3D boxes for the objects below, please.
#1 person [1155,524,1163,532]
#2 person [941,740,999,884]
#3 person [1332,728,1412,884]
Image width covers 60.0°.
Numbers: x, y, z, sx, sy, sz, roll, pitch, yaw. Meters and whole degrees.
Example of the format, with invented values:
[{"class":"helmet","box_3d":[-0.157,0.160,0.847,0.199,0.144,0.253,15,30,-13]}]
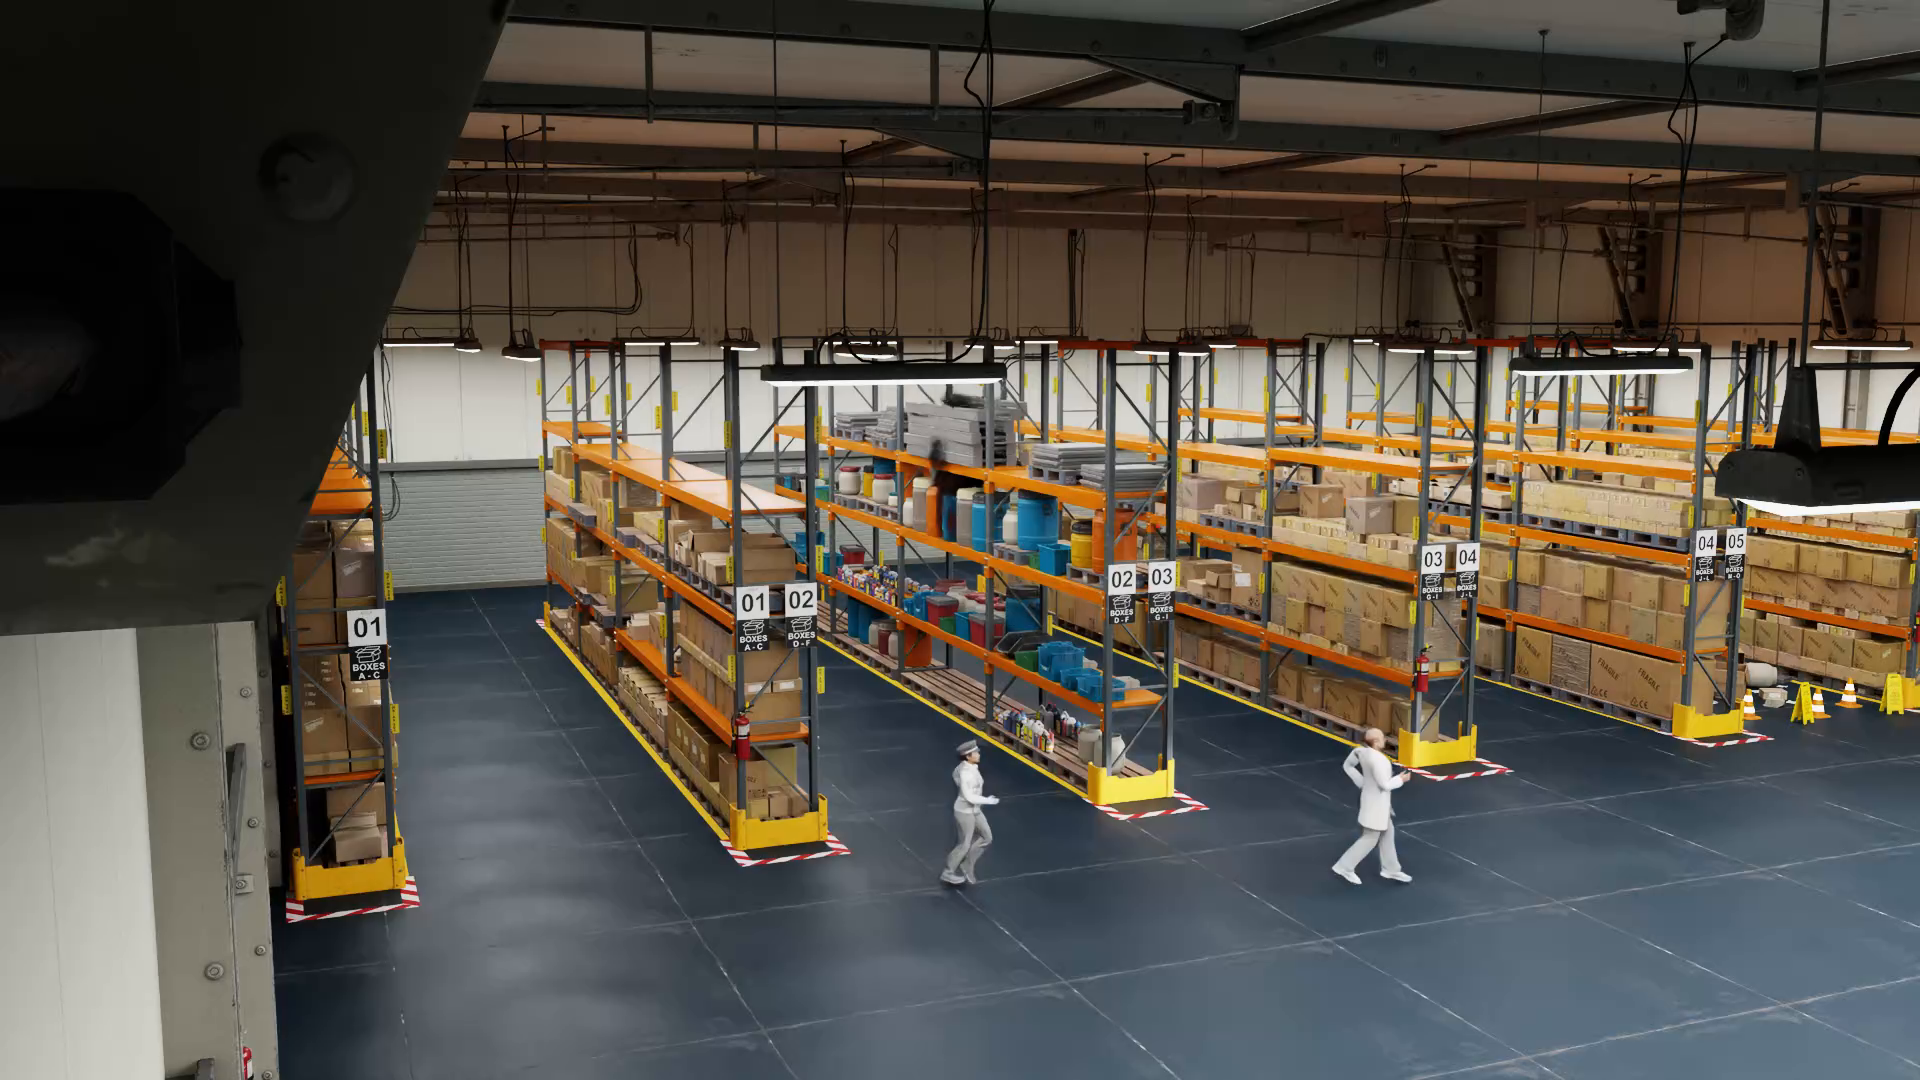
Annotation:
[{"class":"person","box_3d":[4.522,0.502,38.297,0.652,1.741,0.573,-2,8,-17]},{"class":"person","box_3d":[0.127,3.085,18.747,0.665,1.715,0.638,1,8,10]},{"class":"person","box_3d":[4.661,2.994,18.692,0.950,1.790,0.701,0,7,-2]}]
